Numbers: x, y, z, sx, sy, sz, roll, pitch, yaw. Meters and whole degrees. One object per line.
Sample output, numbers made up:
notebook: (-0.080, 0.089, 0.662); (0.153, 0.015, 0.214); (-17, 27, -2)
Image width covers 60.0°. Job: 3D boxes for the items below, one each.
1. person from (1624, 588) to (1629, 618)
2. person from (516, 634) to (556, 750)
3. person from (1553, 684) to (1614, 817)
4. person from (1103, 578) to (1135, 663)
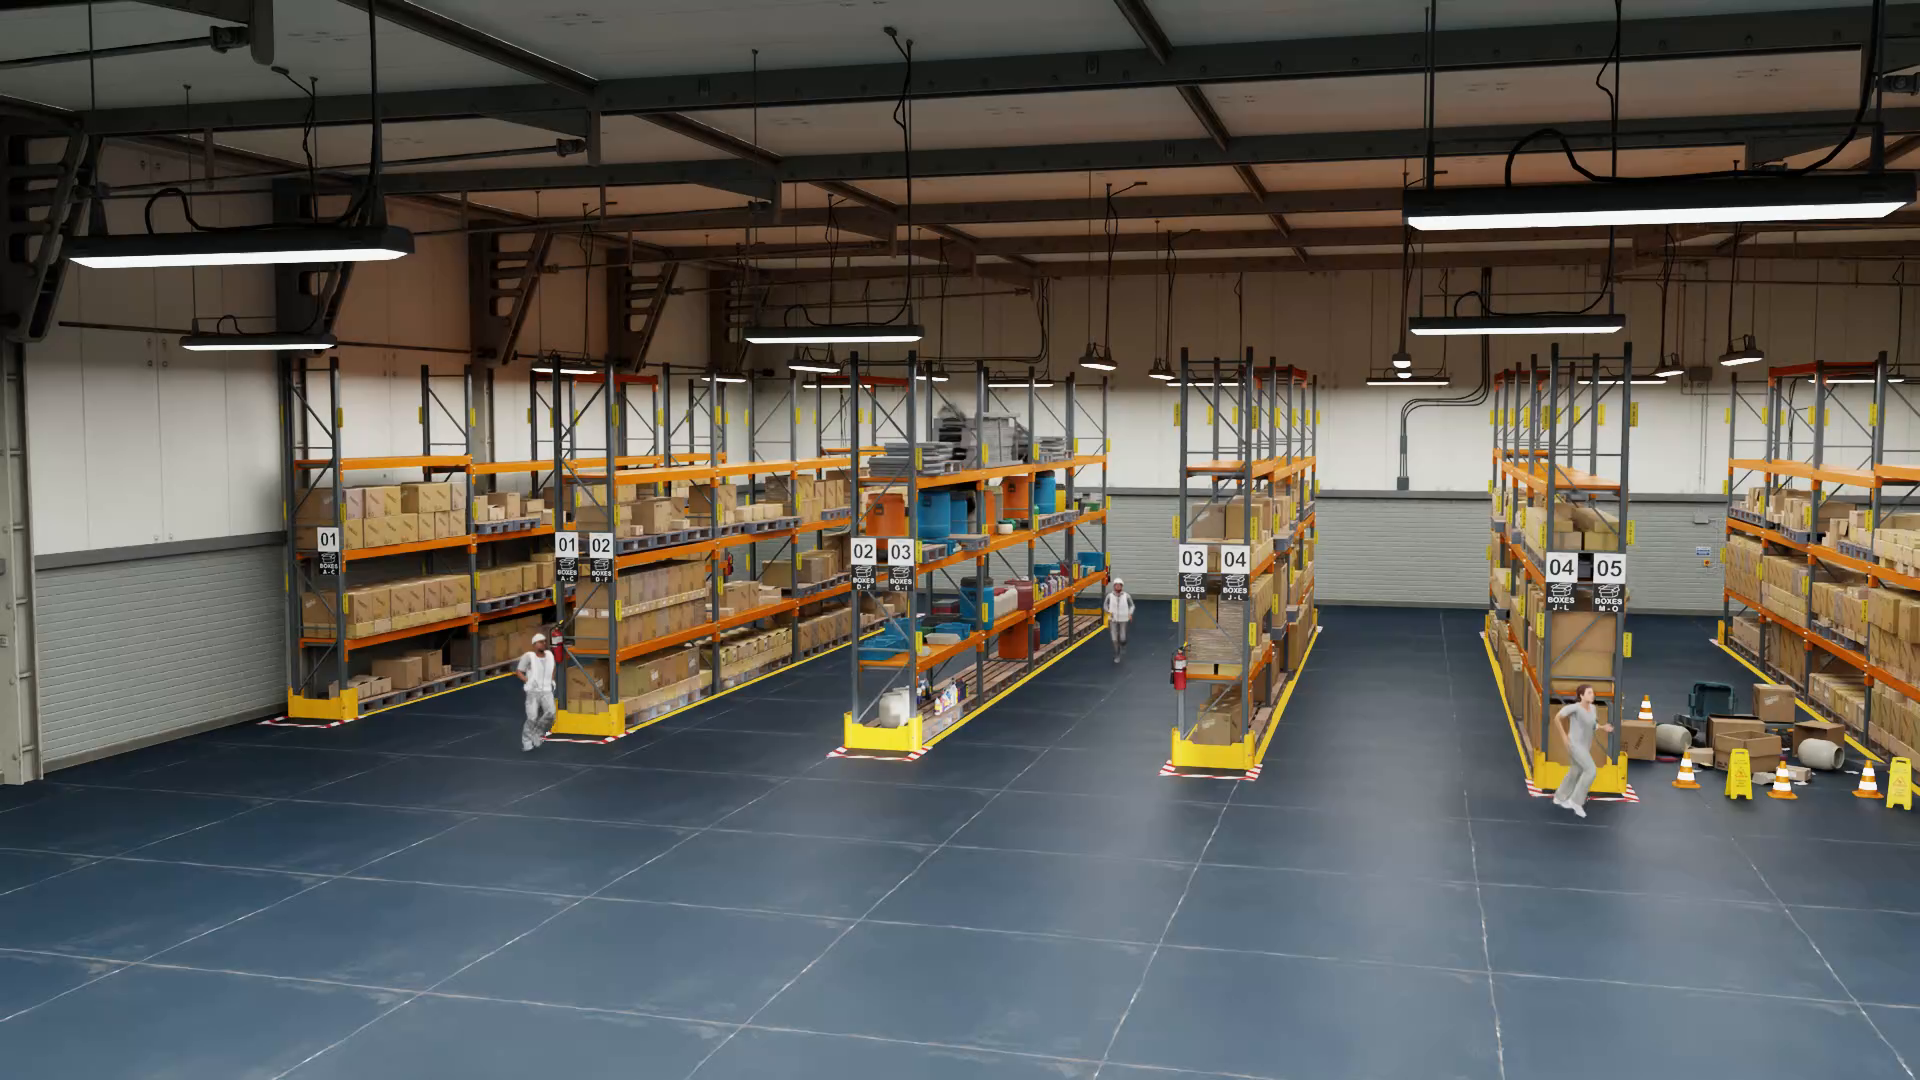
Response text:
person: (14.270, 1.534, 36.160); (0.560, 1.624, 0.621); (-1, 4, -7)
person: (-6.322, 2.286, 25.079); (0.693, 1.744, 0.560); (-3, 5, -39)
person: (7.824, 2.646, 20.975); (0.566, 1.695, 0.765); (-3, 5, -35)
person: (3.246, 1.647, 34.049); (0.659, 1.730, 0.578); (1, 4, 7)
